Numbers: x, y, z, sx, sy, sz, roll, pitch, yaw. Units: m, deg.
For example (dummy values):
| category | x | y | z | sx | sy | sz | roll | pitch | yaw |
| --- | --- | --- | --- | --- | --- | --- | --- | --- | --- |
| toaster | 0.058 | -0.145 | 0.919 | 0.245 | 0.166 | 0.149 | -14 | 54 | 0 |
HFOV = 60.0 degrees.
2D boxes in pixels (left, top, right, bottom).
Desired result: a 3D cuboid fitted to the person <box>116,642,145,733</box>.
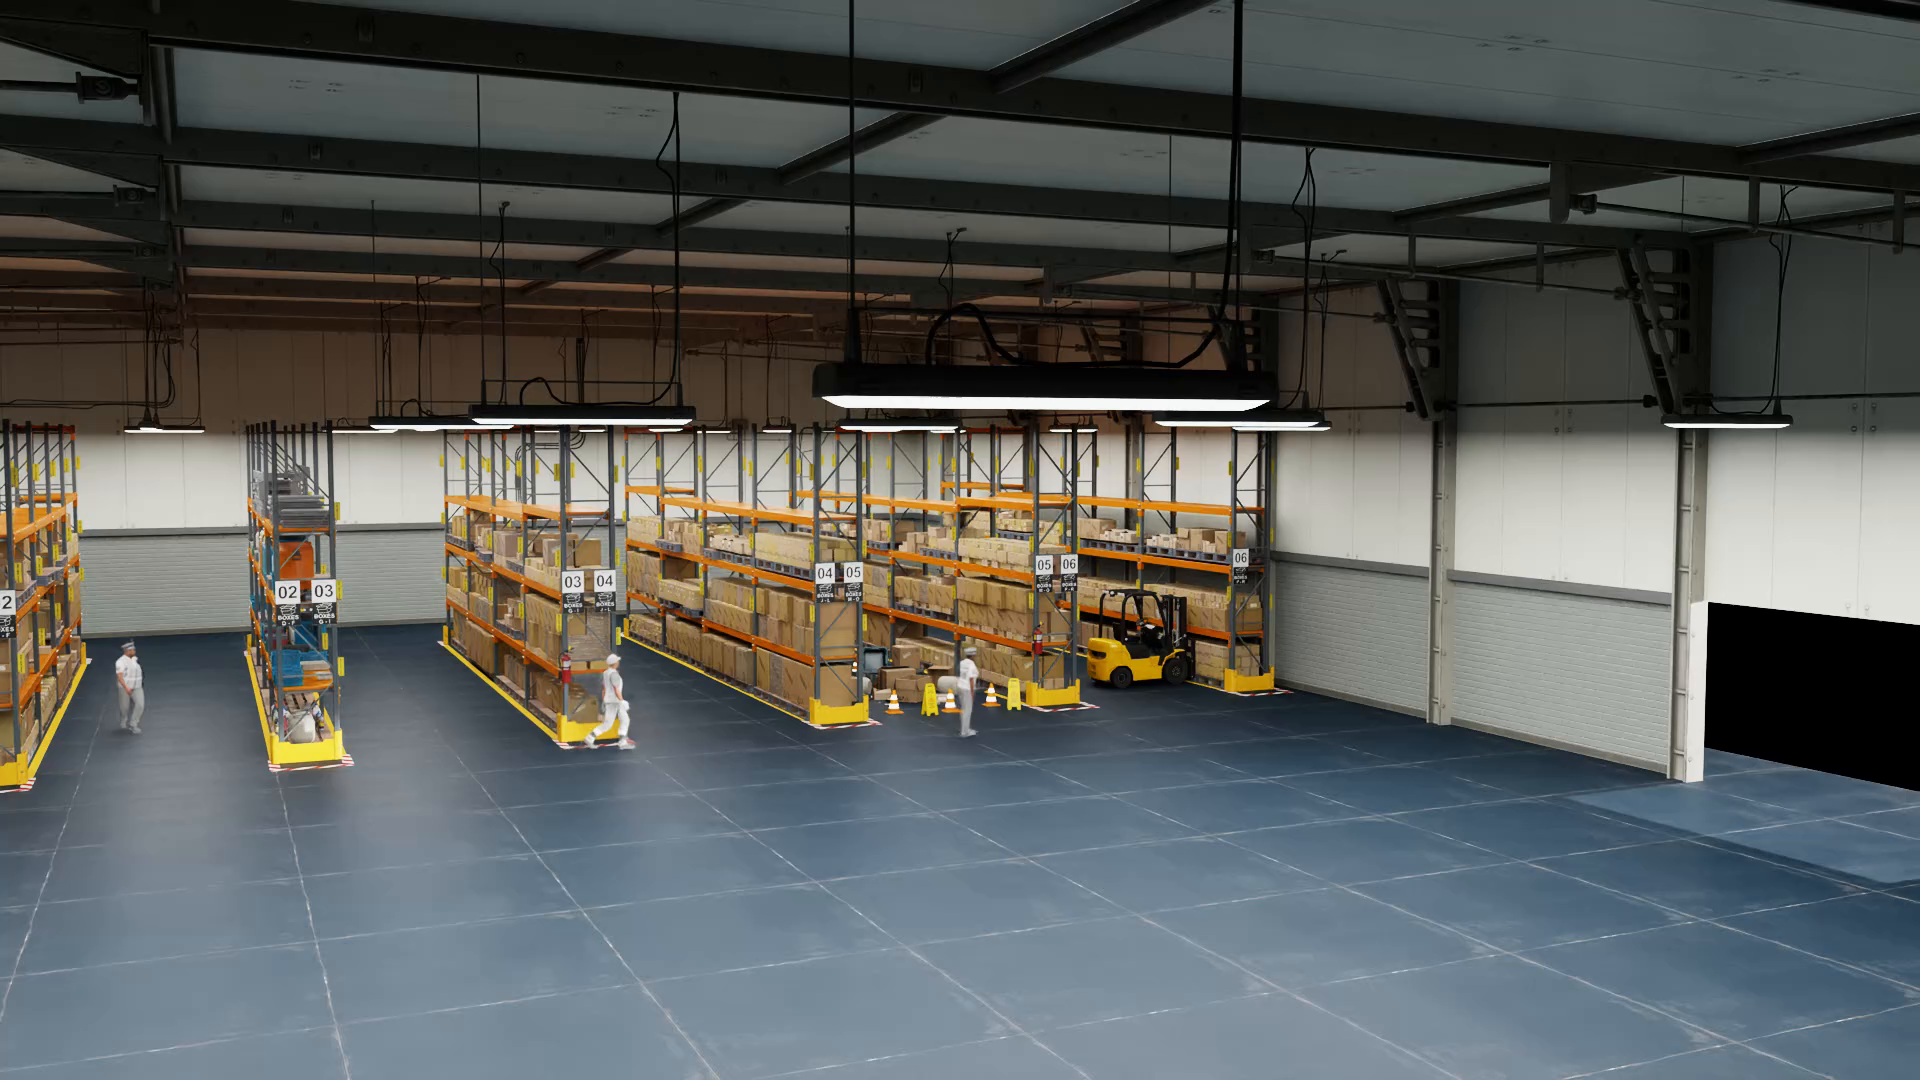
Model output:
| category | x | y | z | sx | sy | sz | roll | pitch | yaw |
| --- | --- | --- | --- | --- | --- | --- | --- | --- | --- |
| person | -16.100 | 2.853 | 32.261 | 0.719 | 1.749 | 0.592 | 2 | 4 | 34 |

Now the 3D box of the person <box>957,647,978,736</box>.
| category | x | y | z | sx | sy | sz | roll | pitch | yaw |
| --- | --- | --- | --- | --- | --- | --- | --- | --- | --- |
| person | 0.151 | 2.899 | 31.845 | 0.371 | 1.684 | 0.472 | -2 | 4 | -25 |

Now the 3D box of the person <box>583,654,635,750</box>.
| category | x | y | z | sx | sy | sz | roll | pitch | yaw |
| --- | --- | --- | --- | --- | --- | --- | --- | --- | --- |
| person | -6.369 | 2.949 | 30.193 | 0.915 | 1.748 | 0.491 | 0 | 4 | -4 |

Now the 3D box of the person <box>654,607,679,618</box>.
| category | x | y | z | sx | sy | sz | roll | pitch | yaw |
| --- | --- | --- | --- | --- | --- | --- | --- | --- | --- |
| person | -8.939 | 1.714 | 50.188 | 0.657 | 1.739 | 0.953 | 3 | 5 | 38 |

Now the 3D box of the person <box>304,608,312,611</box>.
| category | x | y | z | sx | sy | sz | roll | pitch | yaw |
| --- | --- | --- | --- | --- | --- | --- | --- | --- | --- |
| person | -17.739 | 2.019 | 45.050 | 0.567 | 1.790 | 0.462 | -1 | 4 | -9 |
